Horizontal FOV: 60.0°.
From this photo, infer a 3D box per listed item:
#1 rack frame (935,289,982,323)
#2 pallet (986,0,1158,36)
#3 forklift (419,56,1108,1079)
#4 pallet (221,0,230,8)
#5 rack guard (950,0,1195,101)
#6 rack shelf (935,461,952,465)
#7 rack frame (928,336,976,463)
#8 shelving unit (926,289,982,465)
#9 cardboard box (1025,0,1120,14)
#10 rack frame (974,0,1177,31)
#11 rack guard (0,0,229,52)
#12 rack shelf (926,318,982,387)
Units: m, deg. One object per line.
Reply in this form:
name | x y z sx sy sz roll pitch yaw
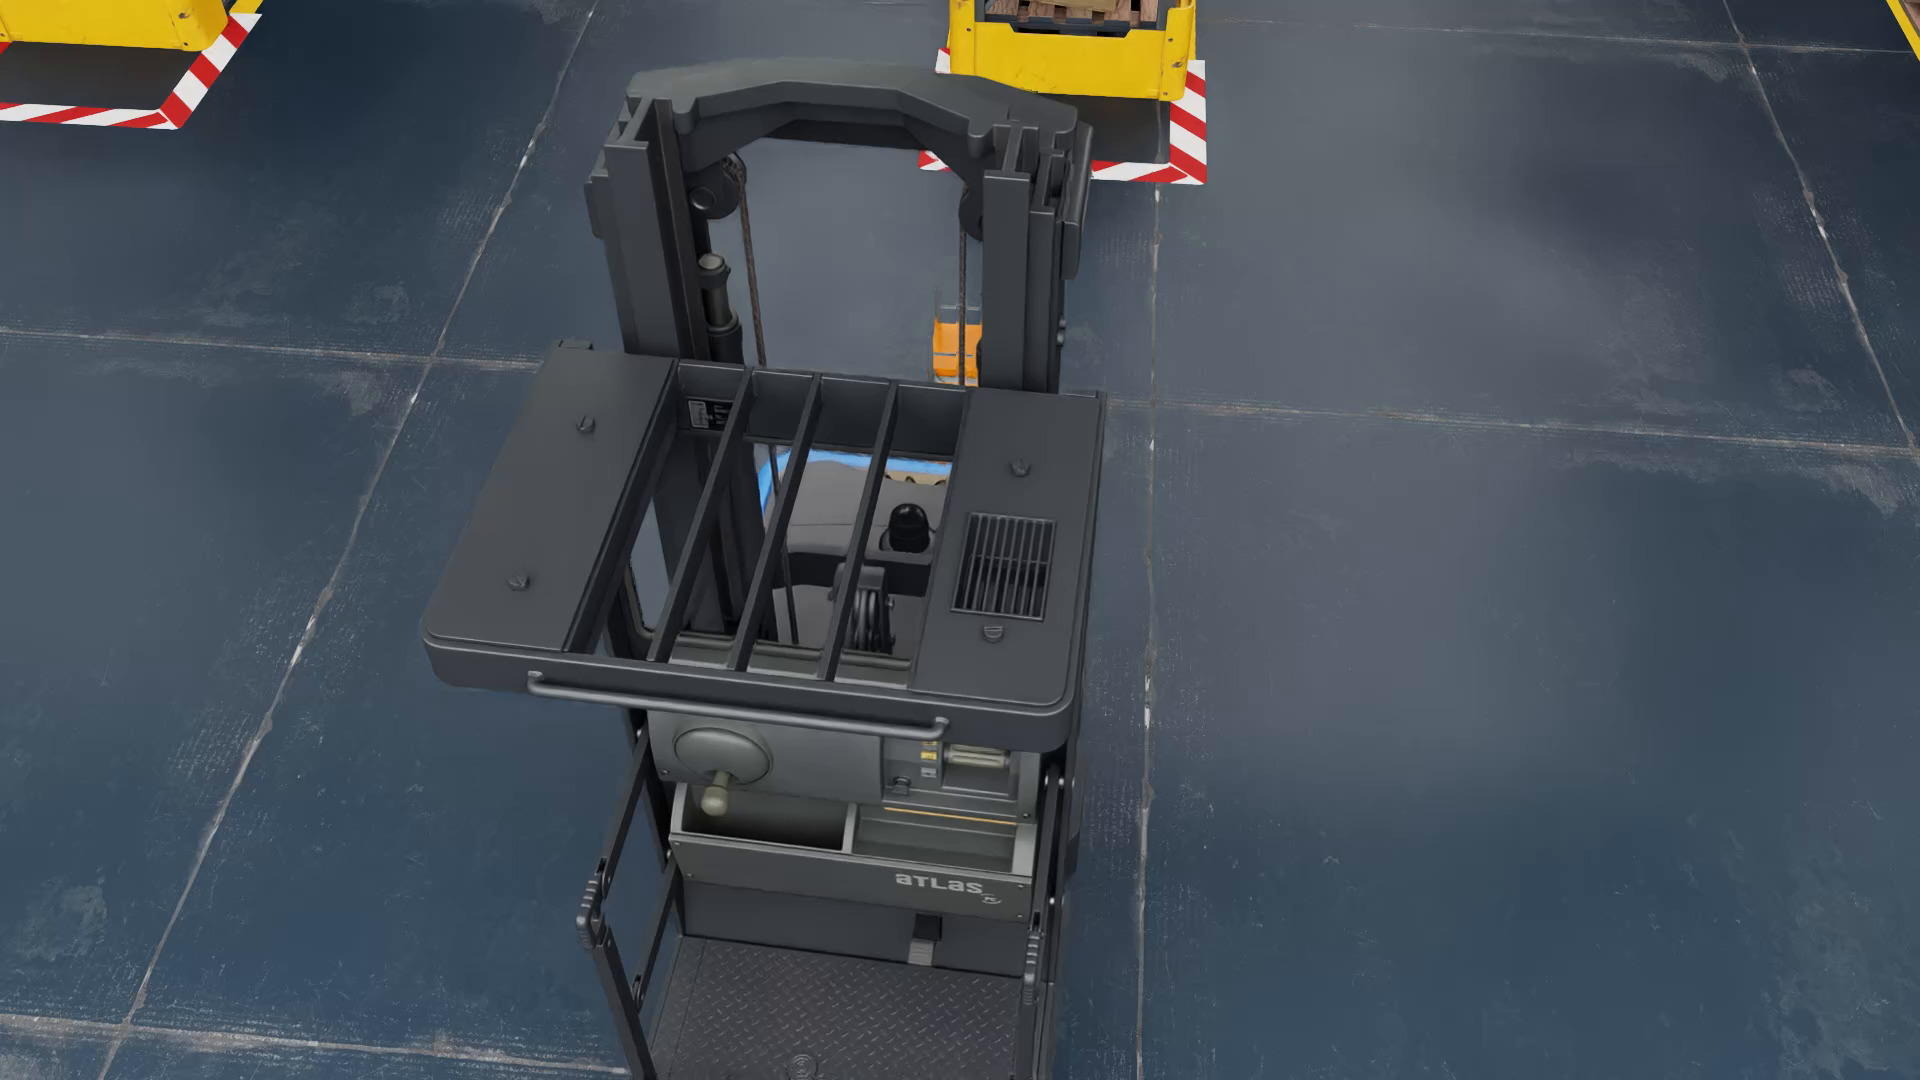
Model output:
rack frame | 0.016 -0.483 5.981 0.200 1.050 0.008 4 48 4
pallet | 0.652 -3.002 8.853 1.003 0.211 1.213 4 48 4
forklift | -0.299 0.580 3.733 1.130 2.935 3.031 6 48 5
pallet | -4.357 -3.340 9.162 1.003 0.211 1.213 4 48 4
rack guard | 0.543 -2.505 8.202 1.175 0.500 0.348 4 48 4
rack shelf | 0.005 -0.199 6.111 0.215 0.259 0.240 4 48 4
rack frame | -0.006 -0.304 5.817 0.200 1.050 0.008 4 48 4
shelving unit | 0.005 -0.394 5.899 0.215 1.050 0.252 4 48 4
cardboard box | 0.609 -3.049 8.415 0.500 0.500 0.500 12 49 11
rack frame | 0.536 -3.293 7.229 1.000 3.000 0.127 4 48 4
rack guard | -4.436 -2.841 8.510 1.175 0.500 0.348 4 48 4
rack shelf | 0.005 -0.578 5.697 0.215 0.259 0.240 4 48 4
